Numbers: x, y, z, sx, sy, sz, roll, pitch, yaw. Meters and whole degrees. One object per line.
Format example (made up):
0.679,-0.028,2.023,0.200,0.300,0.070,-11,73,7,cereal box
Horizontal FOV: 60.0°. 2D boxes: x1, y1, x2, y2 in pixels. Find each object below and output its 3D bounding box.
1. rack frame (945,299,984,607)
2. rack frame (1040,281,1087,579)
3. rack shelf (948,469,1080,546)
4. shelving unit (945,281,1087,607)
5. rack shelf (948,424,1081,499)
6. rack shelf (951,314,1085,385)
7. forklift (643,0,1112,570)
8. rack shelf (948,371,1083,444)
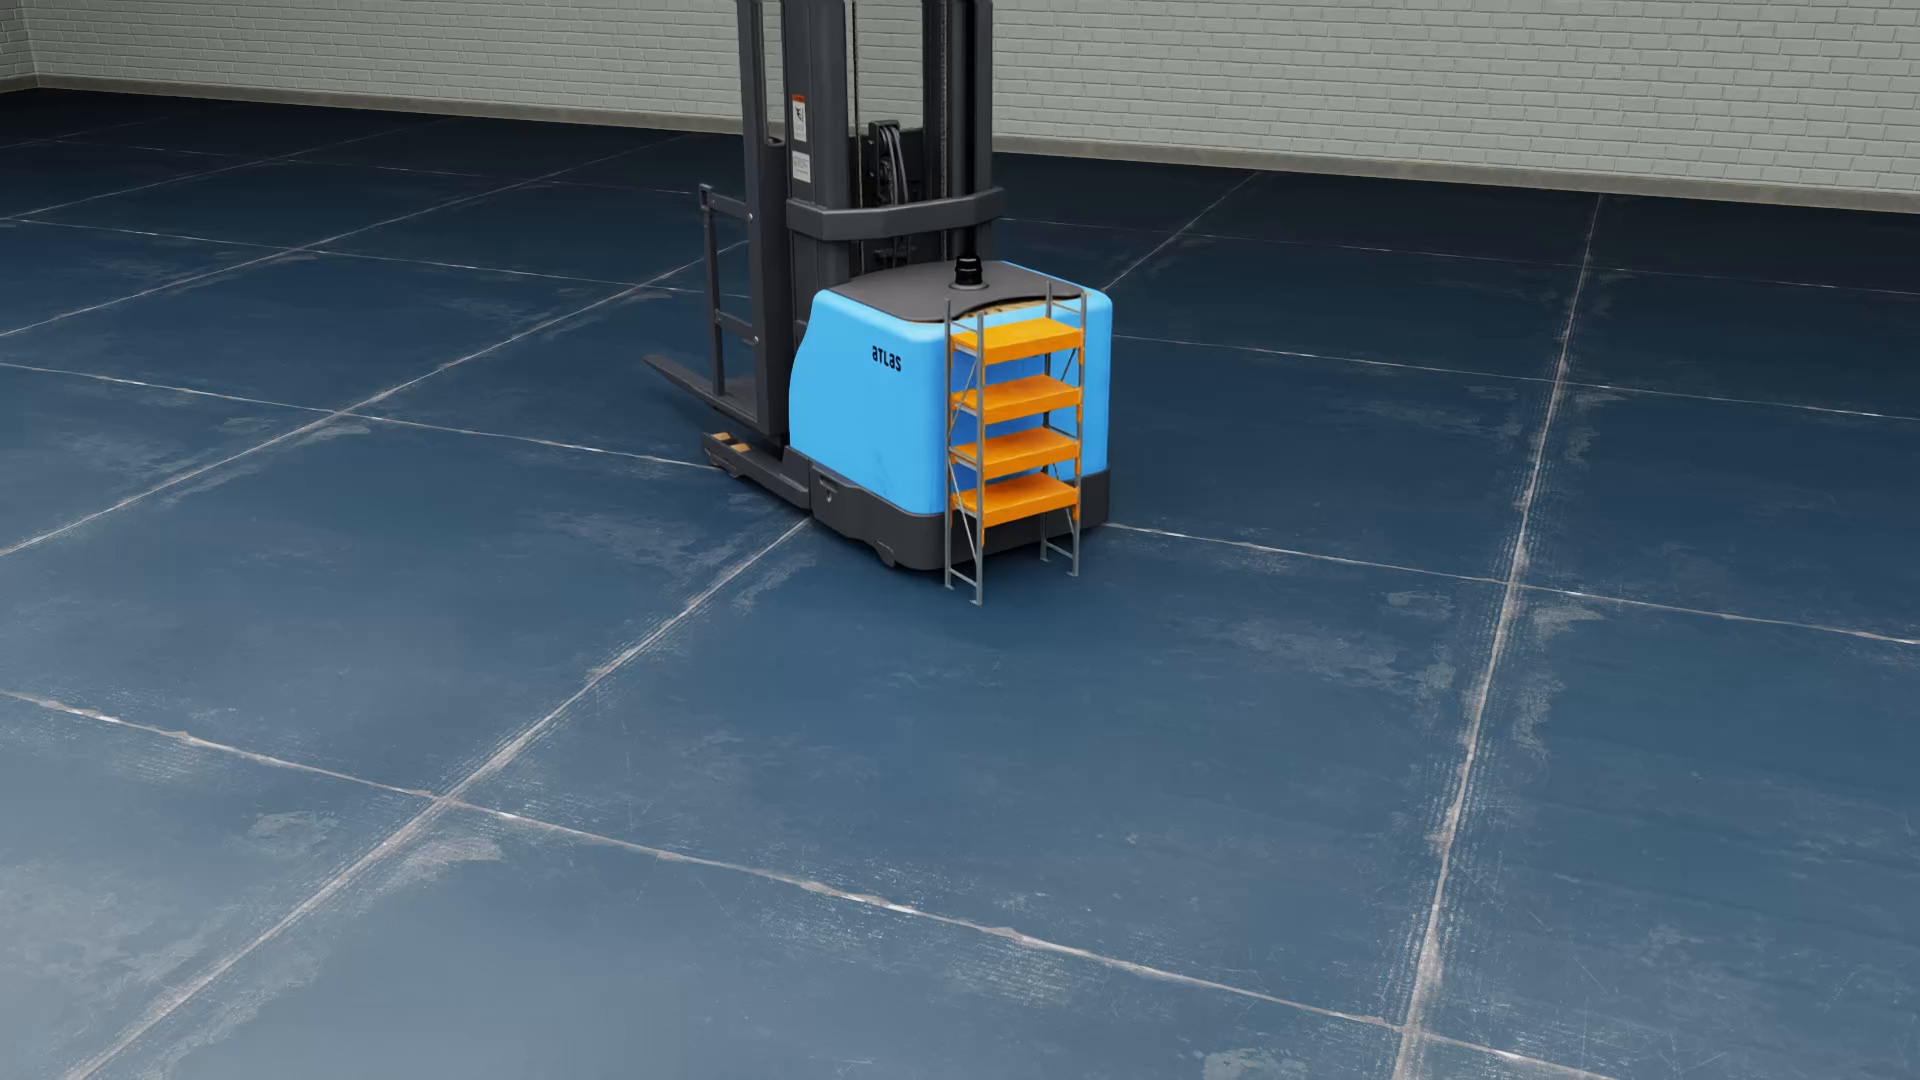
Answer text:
0.014,-0.327,6.476,0.015,1.200,0.240,-15,27,-32,rack frame
0.416,-0.434,6.732,0.015,1.200,0.240,-15,27,-32,rack frame
0.215,-0.135,6.706,0.480,0.148,0.258,-15,27,-32,rack shelf
0.215,-0.381,6.604,0.503,1.200,0.258,-15,27,-32,shelving unit
0.215,-0.318,6.630,0.480,0.148,0.258,-15,27,-32,rack shelf
0.215,-0.743,6.452,0.480,0.148,0.258,-15,27,-32,rack shelf
-0.598,-1.742,7.617,1.130,2.935,3.031,-15,27,-32,forklift
0.215,-0.525,6.543,0.480,0.148,0.258,-15,27,-32,rack shelf
